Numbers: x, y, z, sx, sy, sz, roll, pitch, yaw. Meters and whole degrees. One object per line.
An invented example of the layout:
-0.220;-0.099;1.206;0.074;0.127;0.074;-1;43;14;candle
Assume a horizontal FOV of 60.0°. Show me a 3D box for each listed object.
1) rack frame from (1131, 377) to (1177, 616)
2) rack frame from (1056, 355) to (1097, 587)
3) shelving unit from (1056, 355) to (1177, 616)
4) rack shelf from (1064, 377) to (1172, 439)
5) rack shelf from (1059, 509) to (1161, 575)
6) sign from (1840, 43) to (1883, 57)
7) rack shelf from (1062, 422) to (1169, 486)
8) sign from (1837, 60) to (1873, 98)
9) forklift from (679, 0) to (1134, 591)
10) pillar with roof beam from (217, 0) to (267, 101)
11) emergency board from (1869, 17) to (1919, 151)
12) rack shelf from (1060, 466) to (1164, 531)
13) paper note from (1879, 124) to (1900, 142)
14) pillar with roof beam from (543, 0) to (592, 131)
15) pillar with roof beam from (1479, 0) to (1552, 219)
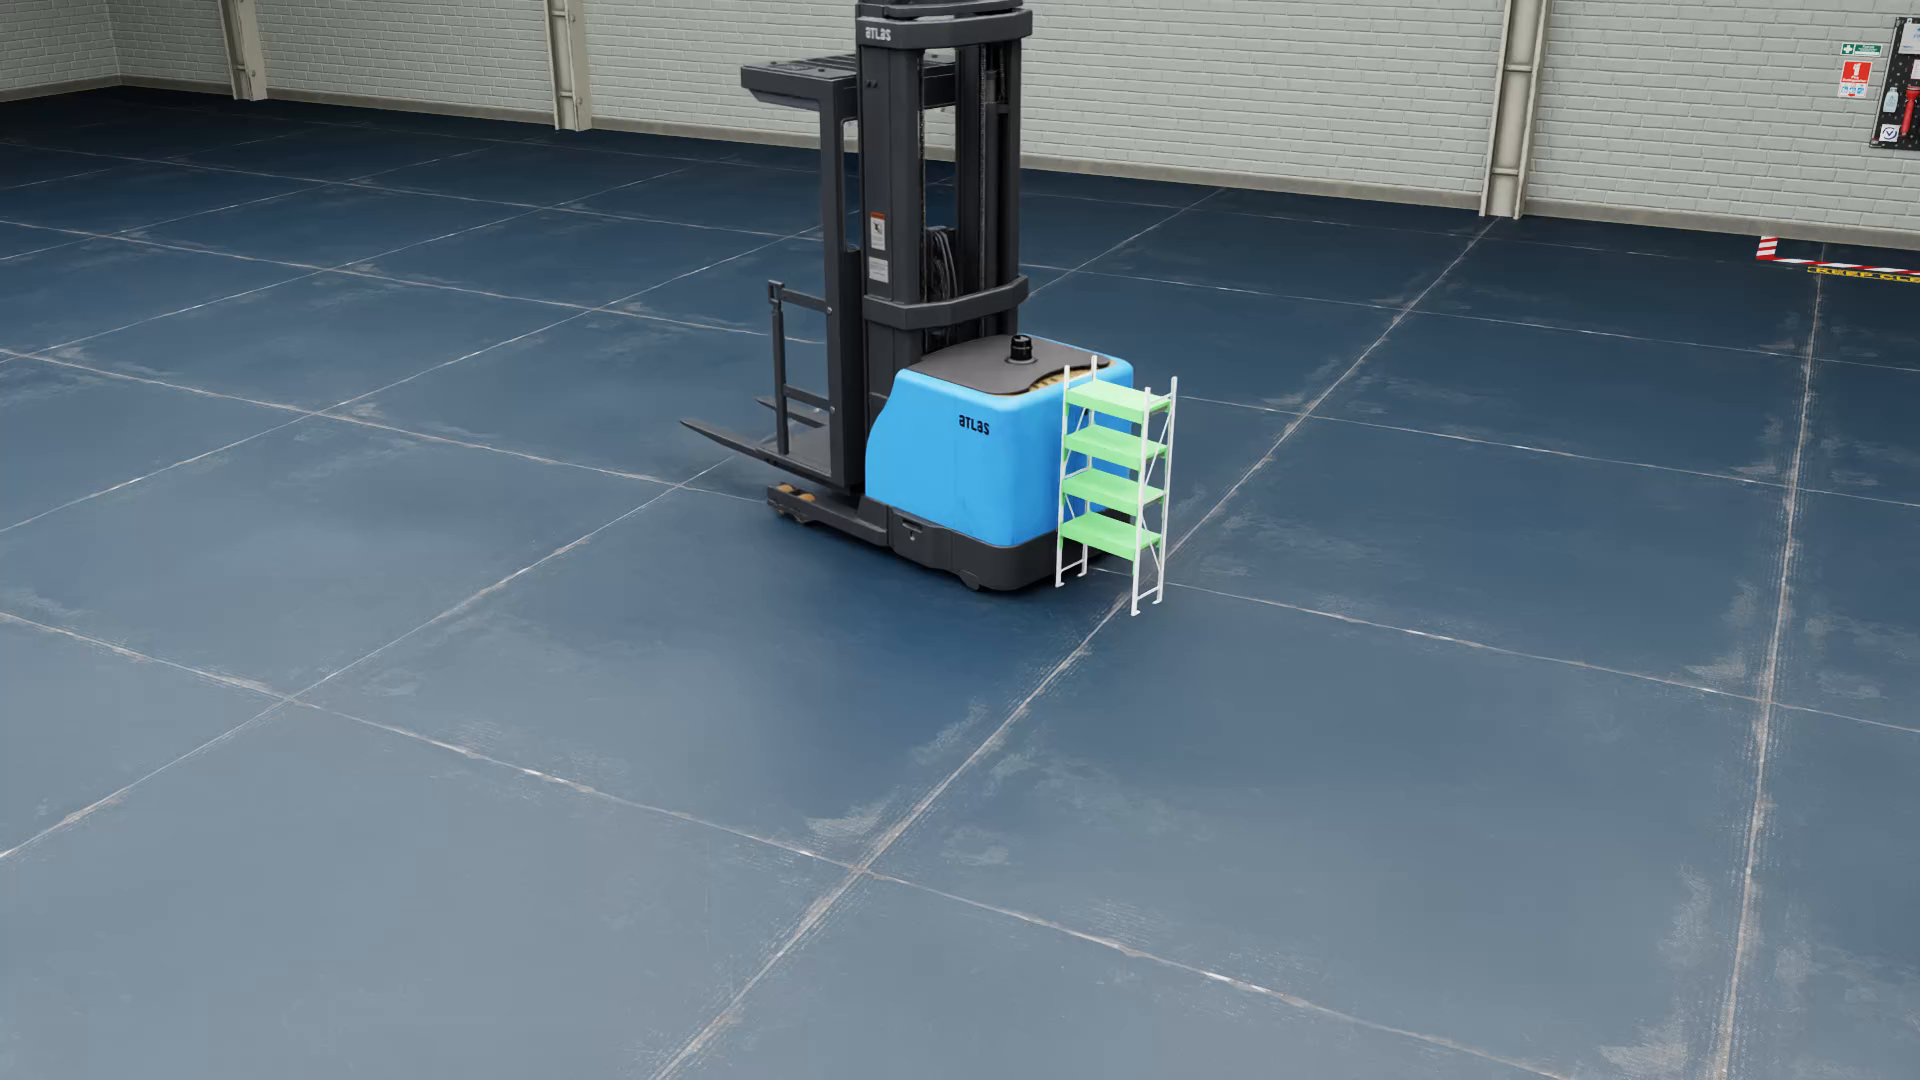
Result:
0.955;-0.204;8.196;0.015;1.200;0.240;20;30;37;rack frame
0.592;-0.340;8.492;0.015;1.200;0.240;20;30;37;rack frame
0.774;-0.272;8.344;0.503;1.200;0.258;20;30;37;shelving unit
0.779;-0.653;8.177;0.480;0.148;0.258;20;30;37;rack shelf
0.769;0.006;8.466;0.480;0.148;0.258;20;30;37;rack shelf
8.298;-4.514;15.308;0.331;0.109;0.001;11;25;25;sign
0.776;-0.433;8.273;0.480;0.148;0.258;20;30;37;rack shelf
8.298;-4.274;15.421;0.234;0.329;0.001;11;25;25;sign
-0.468;-1.572;9.201;1.130;2.935;3.031;-21;31;-40;forklift
-12.427;-9.169;19.312;0.400;9.000;9.100;11;25;25;pillar with roof beam
8.745;-4.124;15.113;0.643;1.169;0.194;11;25;25;emergency board
0.773;-0.213;8.370;0.480;0.148;0.258;20;30;37;rack shelf
8.618;-3.774;15.416;0.142;0.148;0.016;11;25;25;paper note
-7.073;-8.109;16.820;0.400;9.000;9.100;11;25;25;pillar with roof beam
3.636;-5.991;11.838;0.400;9.000;9.100;11;25;25;pillar with roof beam
